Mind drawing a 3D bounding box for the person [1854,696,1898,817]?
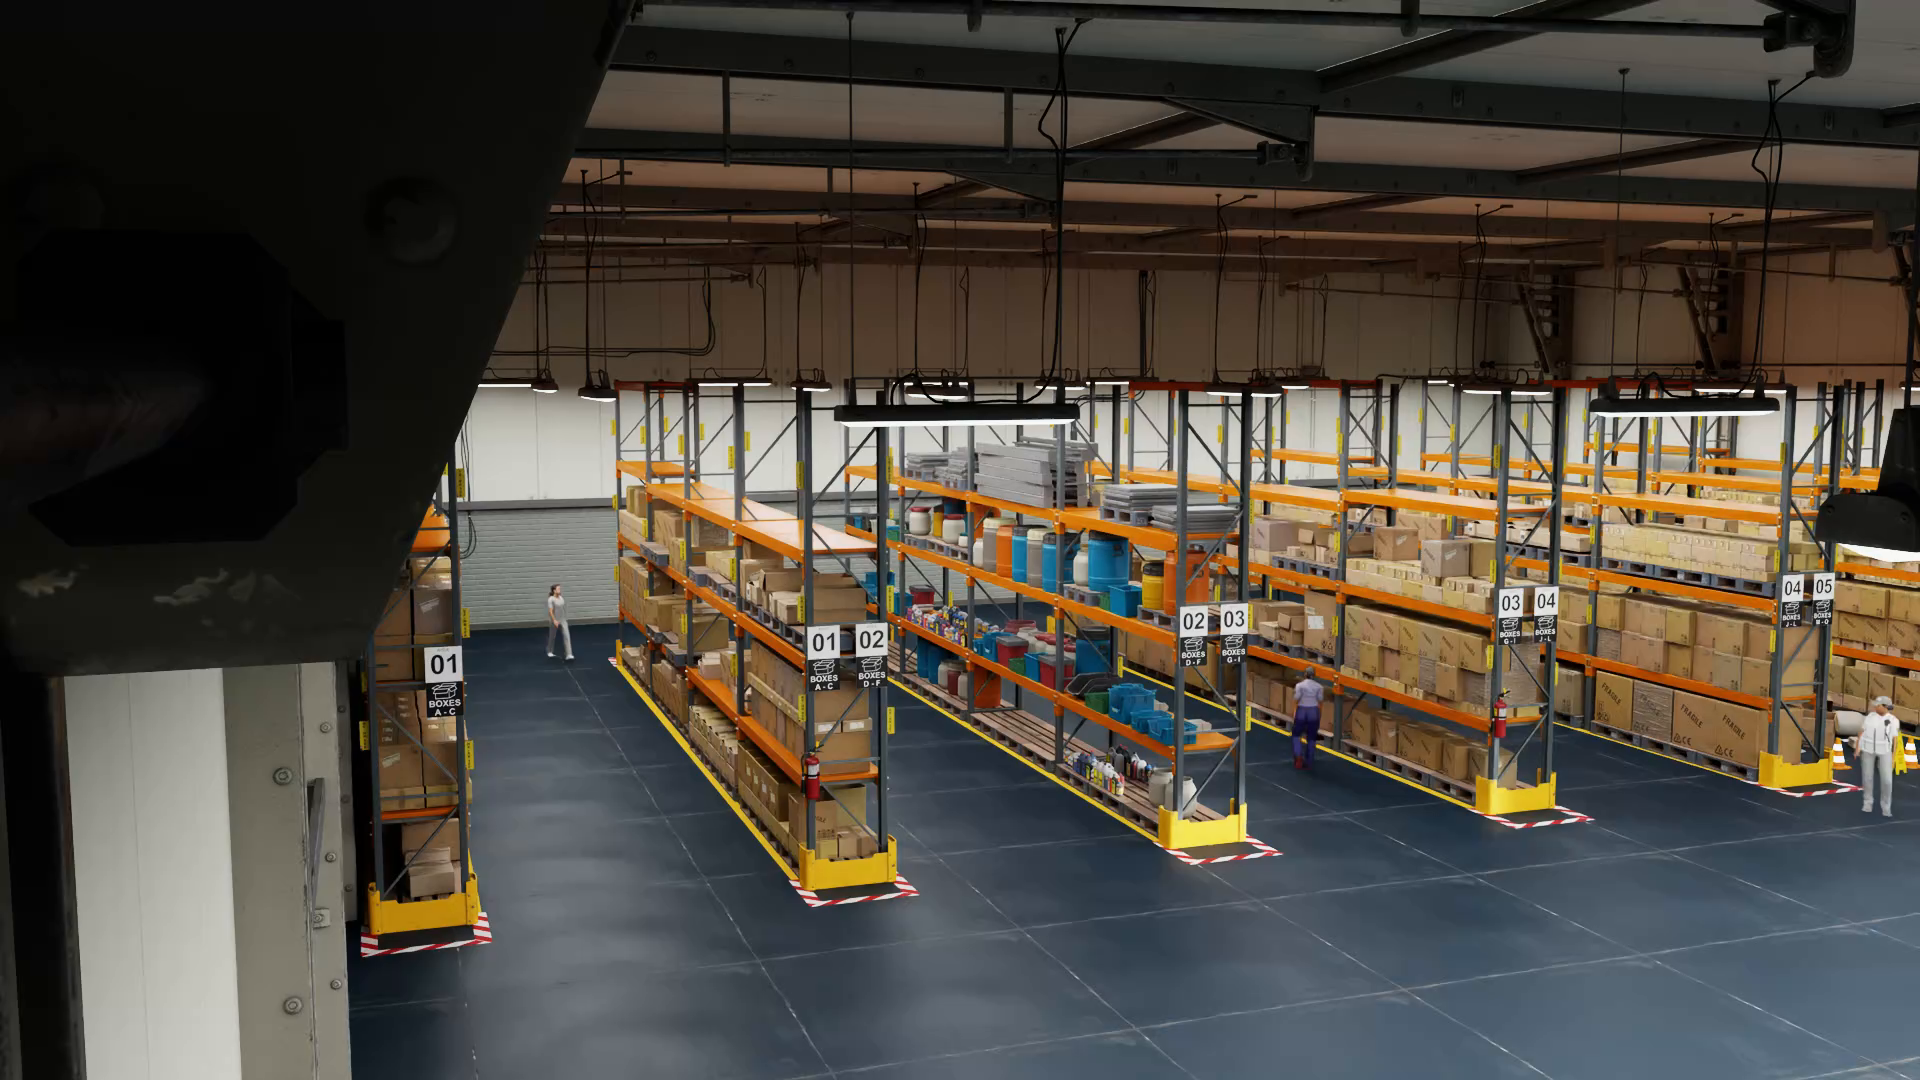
[{"bbox_3d":[12.934,3.072,23.500,0.528,1.754,0.419,4,7,31],"label":"person"}]

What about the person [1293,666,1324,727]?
[{"bbox_3d":[5.420,2.432,25.862,0.479,0.964,0.332,1,6,11],"label":"person"}]

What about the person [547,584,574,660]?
[{"bbox_3d":[-8.612,1.757,35.585,0.394,1.596,1.026,-4,7,-33],"label":"person"}]
